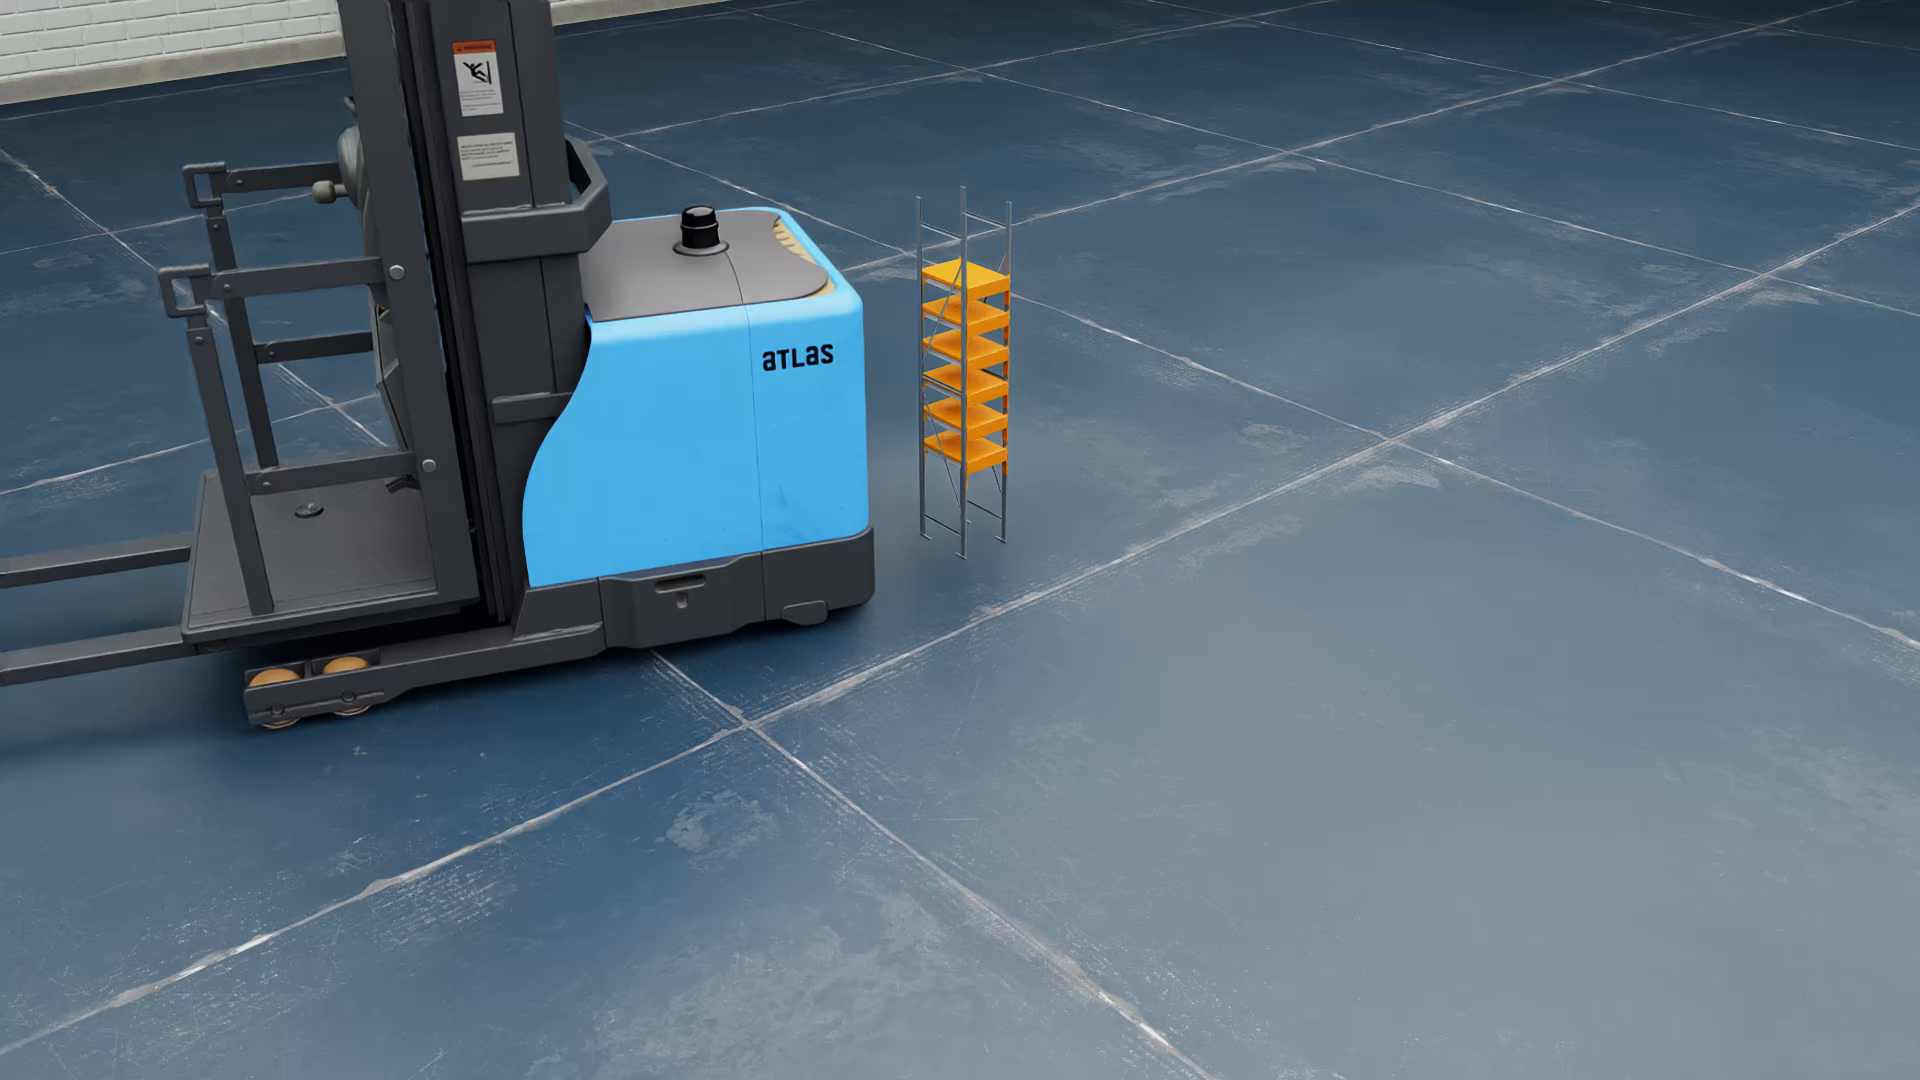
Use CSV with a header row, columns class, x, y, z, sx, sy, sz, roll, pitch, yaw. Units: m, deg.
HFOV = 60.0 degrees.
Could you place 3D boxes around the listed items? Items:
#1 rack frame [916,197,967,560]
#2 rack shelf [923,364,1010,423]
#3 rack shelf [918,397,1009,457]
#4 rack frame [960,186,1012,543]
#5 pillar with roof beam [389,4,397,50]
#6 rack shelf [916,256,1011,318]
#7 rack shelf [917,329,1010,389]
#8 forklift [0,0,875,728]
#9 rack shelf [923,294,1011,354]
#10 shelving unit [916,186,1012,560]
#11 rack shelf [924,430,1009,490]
class,x,y,z,sx,sy,sz,roll,pitch,yaw
rack frame,-0.059,-0.506,5.423,0.006,1.200,0.240,-22,35,-35
rack shelf,0.011,-0.494,5.496,0.180,0.103,0.258,-22,35,-35
rack shelf,0.011,-0.389,5.553,0.180,0.103,0.258,-22,35,-35
rack frame,0.081,-0.562,5.528,0.006,1.200,0.240,-22,35,-35
pillar with roof beam,-1.575,-6.154,7.719,0.400,9.000,9.100,-22,35,-35
rack shelf,0.011,-0.812,5.327,0.180,0.103,0.258,-22,35,-35
rack shelf,0.011,-0.600,5.440,0.180,0.103,0.258,-22,35,-35
forklift,-1.844,-1.036,4.580,3.031,2.935,1.130,-9,30,-17
rack shelf,0.011,-0.706,5.383,0.180,0.103,0.258,-22,35,-35
shelving unit,0.011,-0.534,5.475,0.189,1.200,0.258,-22,35,-35
rack shelf,0.011,-0.283,5.610,0.180,0.103,0.258,-22,35,-35
